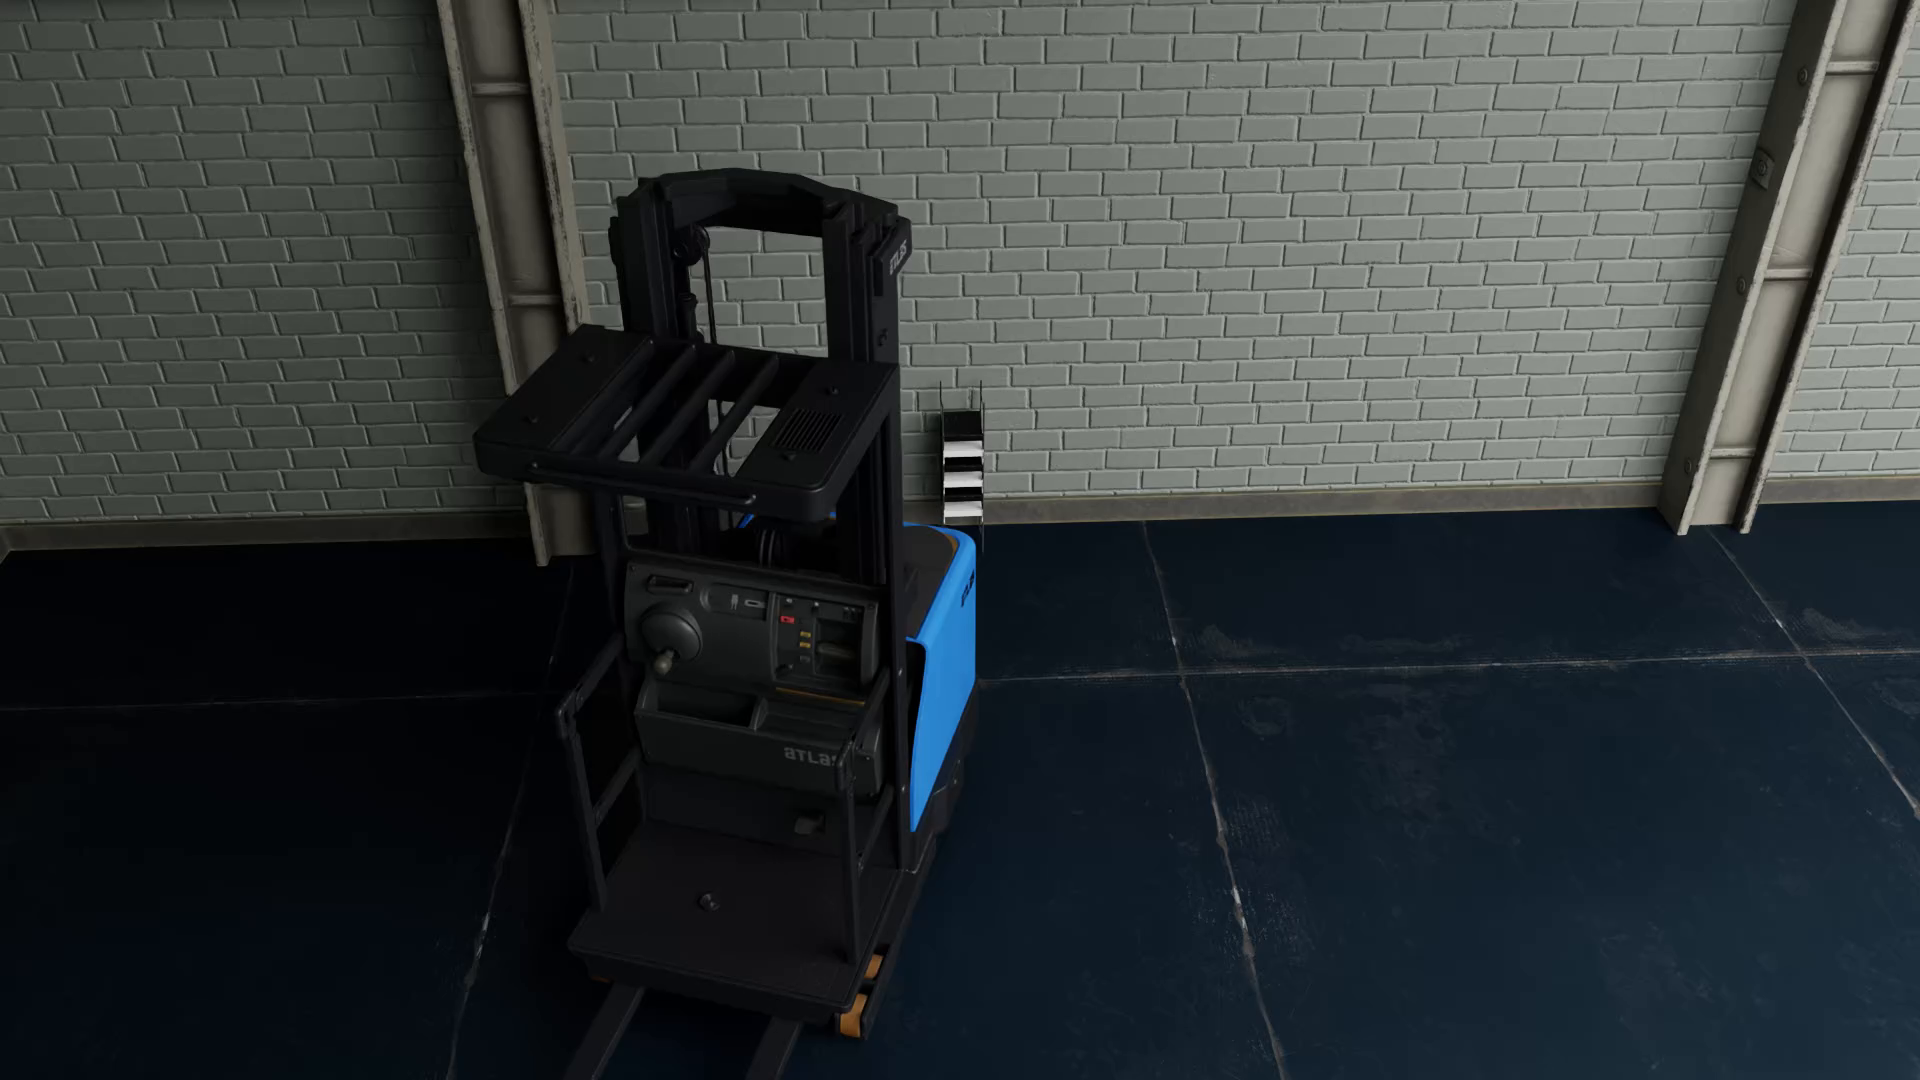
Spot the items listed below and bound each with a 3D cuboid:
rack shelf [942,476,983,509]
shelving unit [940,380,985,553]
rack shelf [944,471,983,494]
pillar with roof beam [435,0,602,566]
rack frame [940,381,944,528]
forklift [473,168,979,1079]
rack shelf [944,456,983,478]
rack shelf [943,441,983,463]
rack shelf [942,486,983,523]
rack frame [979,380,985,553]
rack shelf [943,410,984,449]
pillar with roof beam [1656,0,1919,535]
[{"bbox_3d":[0.010,-0.264,8.594,0.200,0.077,0.258,-2,35,-3],"label":"rack shelf"},{"bbox_3d":[0.010,-0.365,8.524,0.210,0.900,0.258,-2,35,-3],"label":"shelving unit"},{"bbox_3d":[0.010,-0.338,8.543,0.200,0.077,0.258,-2,35,-3],"label":"rack shelf"},{"bbox_3d":[-1.796,-1.211,2.629,0.400,9.000,9.100,-2,35,-2],"label":"pillar with roof beam"},{"bbox_3d":[-0.091,-0.362,8.519,0.006,0.900,0.240,-2,35,-3],"label":"rack frame"},{"bbox_3d":[-0.791,0.381,5.660,1.130,2.935,3.031,9,36,12],"label":"forklift"},{"bbox_3d":[0.010,-0.412,8.491,0.200,0.077,0.258,-2,35,-3],"label":"rack shelf"},{"bbox_3d":[0.010,-0.486,8.440,0.200,0.077,0.258,-2,35,-3],"label":"rack shelf"},{"bbox_3d":[0.010,-0.190,8.645,0.200,0.077,0.258,-2,35,-3],"label":"rack shelf"},{"bbox_3d":[0.112,-0.369,8.528,0.006,0.900,0.240,-2,35,-3],"label":"rack frame"},{"bbox_3d":[0.010,-0.560,8.389,0.200,0.077,0.258,-2,35,-3],"label":"rack shelf"},{"bbox_3d":[4.197,-1.373,2.862,0.400,9.000,9.100,-2,35,-2],"label":"pillar with roof beam"}]
